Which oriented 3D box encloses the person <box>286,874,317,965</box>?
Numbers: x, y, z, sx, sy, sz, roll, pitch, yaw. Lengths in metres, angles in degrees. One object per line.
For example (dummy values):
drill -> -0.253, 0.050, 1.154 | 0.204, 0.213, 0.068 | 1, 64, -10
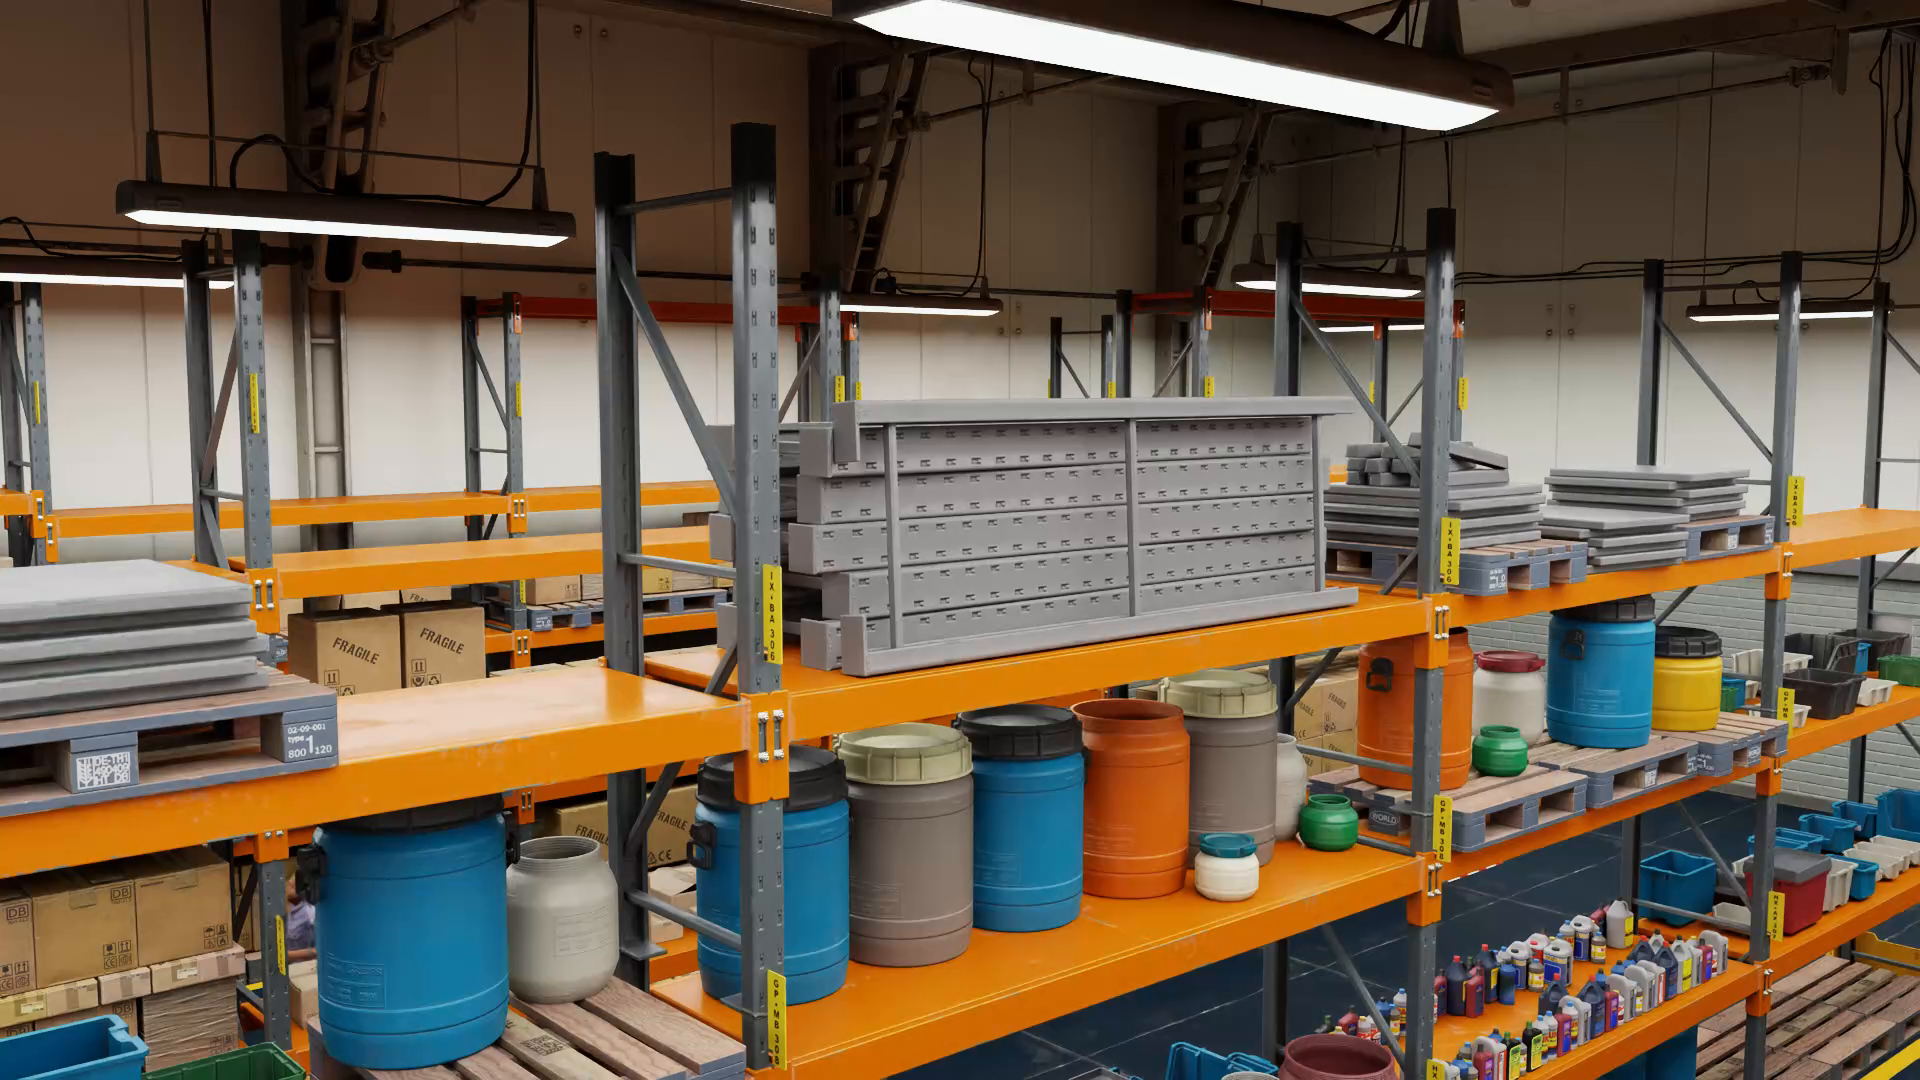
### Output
person -> -4.797, 3.203, 12.200 | 0.614, 1.612, 0.595 | -5, 8, -45
